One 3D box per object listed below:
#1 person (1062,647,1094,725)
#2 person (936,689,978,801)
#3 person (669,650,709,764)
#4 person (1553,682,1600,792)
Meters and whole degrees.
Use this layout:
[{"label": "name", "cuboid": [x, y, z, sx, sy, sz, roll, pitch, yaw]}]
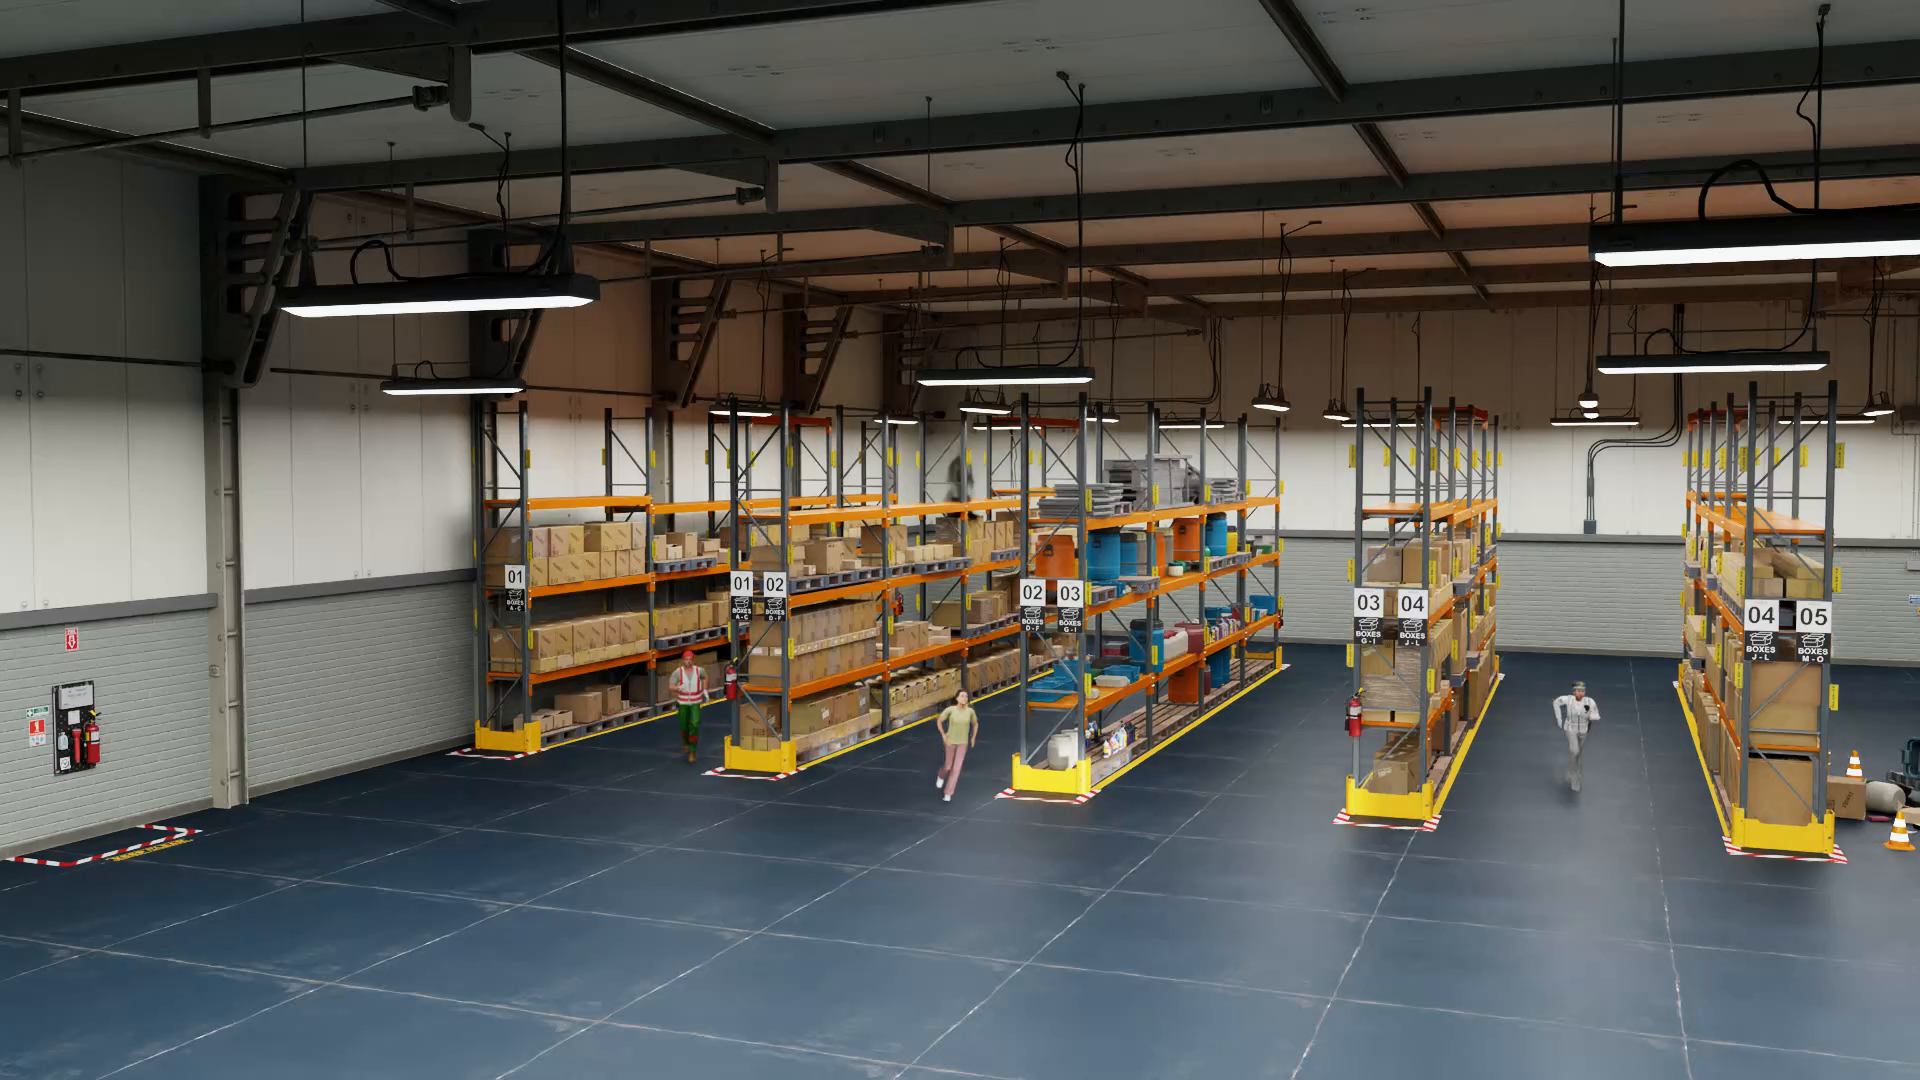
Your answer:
[{"label": "person", "cuboid": [2.201, 2.723, 31.143, 0.607, 1.505, 0.910, 1, 3, 23]}, {"label": "person", "cuboid": [-0.017, 2.999, 24.555, 0.625, 1.603, 0.707, -1, 3, -11]}, {"label": "person", "cuboid": [-4.508, 2.738, 27.674, 0.652, 1.825, 0.904, 0, 3, -7]}, {"label": "person", "cuboid": [9.363, 2.950, 25.286, 0.605, 1.680, 0.892, 0, 3, 4]}]
